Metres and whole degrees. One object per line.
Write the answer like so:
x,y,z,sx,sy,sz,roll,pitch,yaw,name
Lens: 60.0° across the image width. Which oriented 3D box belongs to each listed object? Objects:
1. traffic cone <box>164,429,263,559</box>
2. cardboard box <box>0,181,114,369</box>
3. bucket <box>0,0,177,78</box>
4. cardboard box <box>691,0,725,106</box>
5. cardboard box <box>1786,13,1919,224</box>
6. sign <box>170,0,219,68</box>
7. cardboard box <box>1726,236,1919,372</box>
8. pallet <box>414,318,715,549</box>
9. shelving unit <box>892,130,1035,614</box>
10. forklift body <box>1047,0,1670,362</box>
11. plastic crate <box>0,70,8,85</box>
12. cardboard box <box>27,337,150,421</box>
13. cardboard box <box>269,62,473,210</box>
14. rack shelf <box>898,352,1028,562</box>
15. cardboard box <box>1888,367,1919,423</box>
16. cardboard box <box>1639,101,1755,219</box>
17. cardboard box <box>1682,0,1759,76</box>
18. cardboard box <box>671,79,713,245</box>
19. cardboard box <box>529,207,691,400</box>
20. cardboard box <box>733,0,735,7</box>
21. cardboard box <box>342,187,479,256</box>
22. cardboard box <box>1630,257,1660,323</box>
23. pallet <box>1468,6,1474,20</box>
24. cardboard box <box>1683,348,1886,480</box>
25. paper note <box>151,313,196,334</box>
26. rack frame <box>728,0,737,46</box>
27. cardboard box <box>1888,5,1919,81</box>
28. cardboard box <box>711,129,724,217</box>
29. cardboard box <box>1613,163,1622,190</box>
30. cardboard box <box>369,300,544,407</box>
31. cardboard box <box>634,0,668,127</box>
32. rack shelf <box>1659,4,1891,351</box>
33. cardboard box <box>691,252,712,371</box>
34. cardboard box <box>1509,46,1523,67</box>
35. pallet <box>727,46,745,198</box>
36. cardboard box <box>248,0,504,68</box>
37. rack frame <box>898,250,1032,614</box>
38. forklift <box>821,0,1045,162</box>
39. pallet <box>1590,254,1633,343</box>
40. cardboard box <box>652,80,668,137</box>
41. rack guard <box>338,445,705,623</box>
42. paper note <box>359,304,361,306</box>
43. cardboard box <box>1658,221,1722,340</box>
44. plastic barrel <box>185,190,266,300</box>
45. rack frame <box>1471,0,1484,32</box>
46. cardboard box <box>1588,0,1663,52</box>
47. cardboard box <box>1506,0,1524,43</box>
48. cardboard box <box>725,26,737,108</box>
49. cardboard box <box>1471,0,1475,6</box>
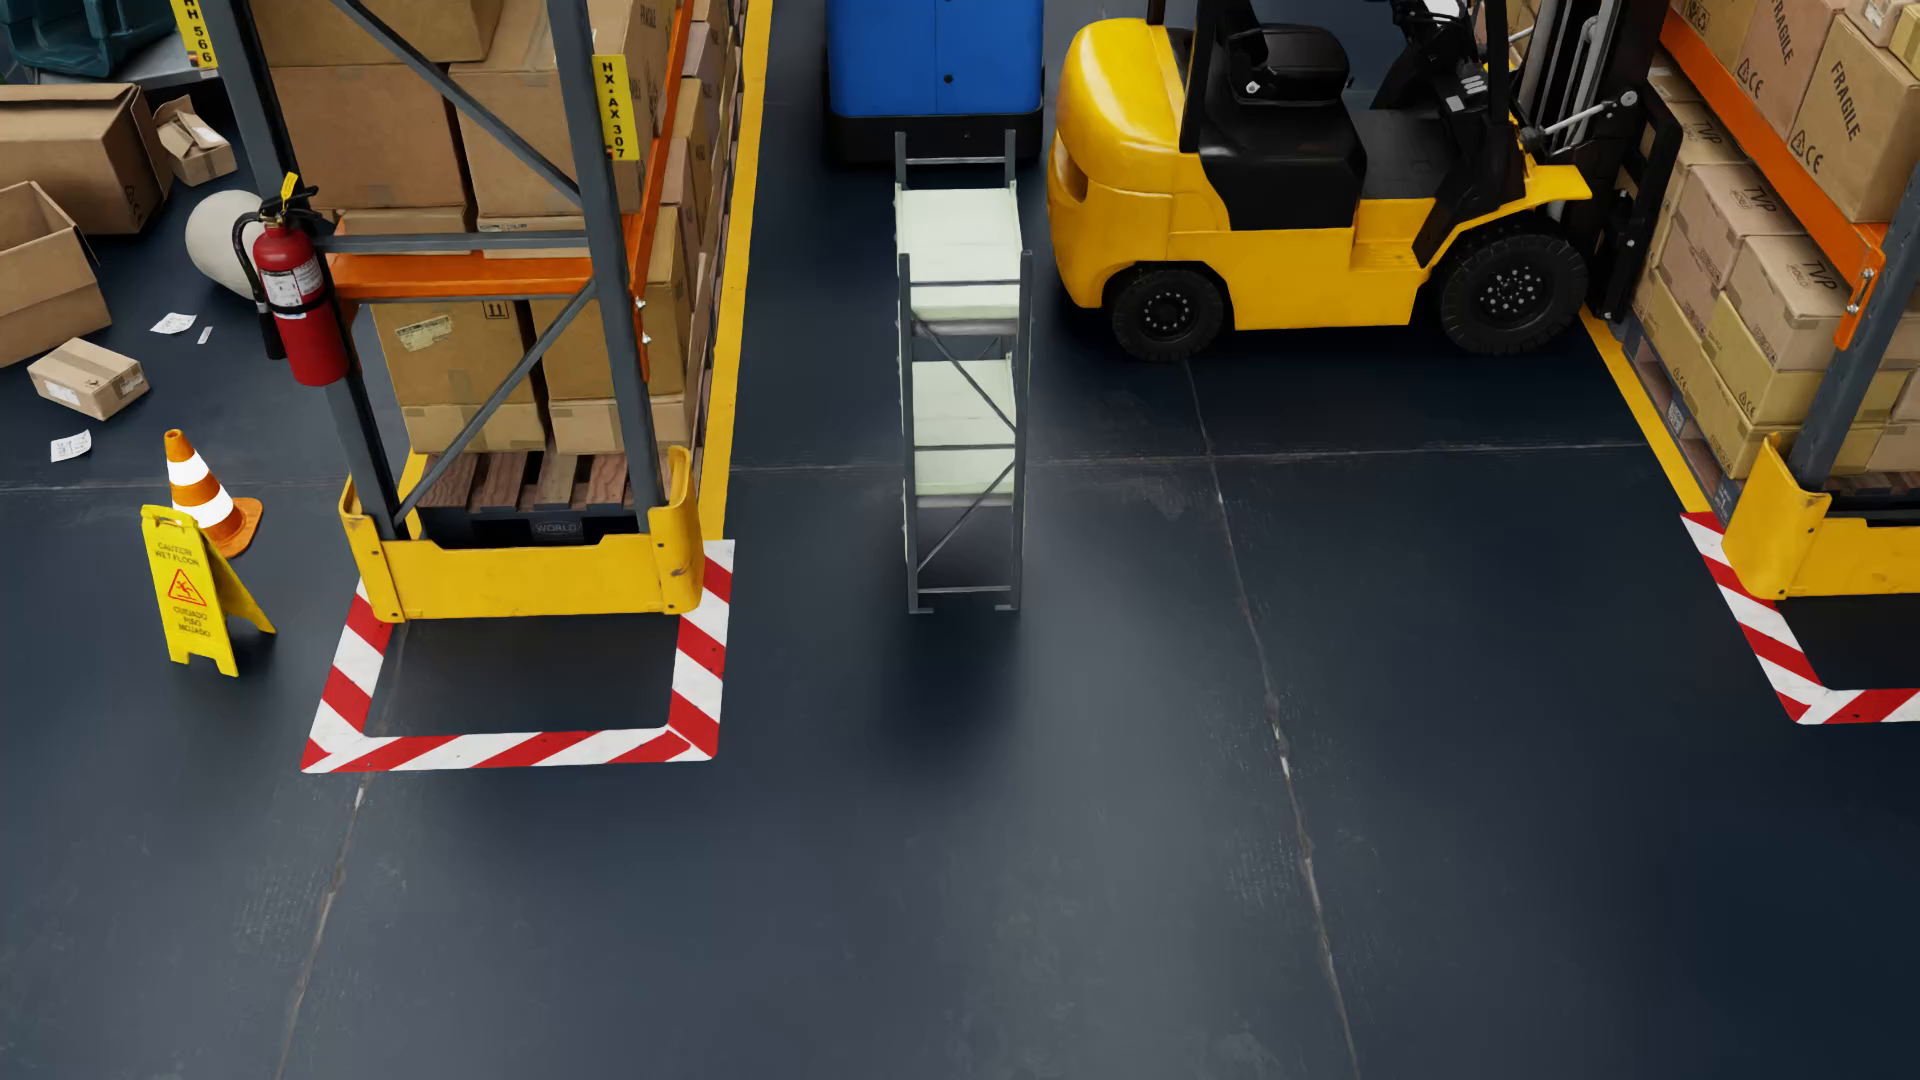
-2.830,-0.209,6.136,0.336,0.463,0.334,-2,43,-2,traffic cone
-4.127,-1.084,7.060,0.797,0.503,0.637,-32,51,-30,cardboard box
-4.325,-2.709,8.284,0.726,0.611,0.620,12,34,13,bucket
-1.376,-2.274,7.681,0.500,0.500,0.500,-1,43,-1,cardboard box
3.153,-1.398,5.481,0.500,0.500,0.500,-3,43,-3,cardboard box
-2.078,-1.432,4.502,0.100,0.325,0.005,-2,43,-2,sign
3.105,-0.848,5.939,0.500,0.250,0.500,0,43,0,cardboard box
-1.525,-0.464,6.600,1.003,0.211,1.213,-2,43,-2,pallet
0.000,-0.548,5.738,0.431,1.500,0.755,-2,43,-2,shelving unit
1.533,-1.951,6.787,2.313,2.155,1.214,-2,43,-2,forklift body
-5.318,-2.286,8.563,0.450,0.188,0.662,12,43,27,plastic crate
-3.597,-0.667,6.867,0.380,0.149,0.250,19,46,20,cardboard box
-1.821,-1.396,5.259,0.500,0.500,0.500,-2,43,-3,cardboard box
0.000,-0.308,5.959,0.431,0.370,0.720,-2,43,-2,rack shelf
3.624,-0.685,6.132,0.500,0.250,0.500,-1,43,-1,cardboard box
3.046,-1.533,6.687,0.500,0.250,0.500,-1,43,-1,cardboard box
3.118,-2.094,6.241,0.500,0.500,0.500,-2,43,-3,cardboard box
-1.322,-1.569,6.911,0.500,0.500,0.500,-1,43,-1,cardboard box
-1.283,-0.878,6.157,0.500,0.500,0.500,-3,43,-3,cardboard box
-1.718,-3.132,9.081,0.950,0.372,0.625,-1,43,-1,cardboard box
-1.753,-1.045,5.356,0.380,0.149,0.250,0,43,0,cardboard box
3.077,-1.160,7.019,0.500,0.250,0.500,-1,43,-1,cardboard box
3.196,-3.205,9.590,1.003,0.211,1.213,-2,43,-2,pallet
3.100,-0.486,6.284,0.500,0.250,0.500,-1,43,-1,cardboard box
-3.438,-0.951,7.274,0.148,0.019,0.142,12,44,13,paper note
-1.693,-3.592,7.949,1.000,3.000,0.127,-2,43,-2,rack frame
3.141,-1.538,5.154,0.380,0.149,0.250,-1,43,-1,cardboard box
-1.350,-1.639,7.542,0.500,0.250,0.500,-1,43,-1,cardboard box
3.032,-1.706,7.246,0.500,0.250,0.500,-2,43,-2,cardboard box
-1.818,-0.842,6.118,0.500,0.500,0.500,-1,43,-2,cardboard box
-1.291,-1.715,5.607,0.500,0.500,0.500,0,43,0,cardboard box
3.351,-2.121,6.877,1.077,0.370,4.000,-2,43,-2,rack shelf
-1.295,-0.930,6.769,0.500,0.250,0.500,0,43,0,cardboard box
2.993,-2.199,8.154,0.500,0.250,0.500,-3,43,-3,cardboard box
-1.629,-2.111,8.397,1.003,0.211,1.213,-2,43,-2,pallet
-1.763,-1.745,4.900,0.700,0.500,0.500,-3,43,-3,cardboard box
0.016,-0.301,5.469,0.400,1.500,0.023,-2,43,-2,rack frame
-0.176,-3.920,8.357,1.130,2.935,3.031,-2,43,-2,forklift
3.313,-1.345,7.561,1.003,0.211,1.213,-2,43,-2,pallet
-1.251,-1.558,5.916,0.380,0.149,0.250,-1,43,-1,cardboard box
-1.526,-0.021,5.903,1.175,0.500,0.348,-2,43,-2,rack guard
-2.738,-1.054,7.377,0.142,0.019,0.148,-16,45,-16,paper note
3.093,-1.020,6.497,0.500,0.250,0.500,-2,43,-2,cardboard box
-3.123,-1.293,7.347,0.512,0.421,0.421,27,49,27,plastic barrel
3.266,-3.737,8.107,1.000,3.000,0.127,-2,43,-2,rack frame
3.018,-2.230,7.447,0.500,0.250,0.500,0,43,0,cardboard box
2.978,-2.727,8.359,0.500,0.250,0.500,-2,43,-2,cardboard box
-1.399,-2.342,8.309,0.500,0.250,0.500,0,43,0,cardboard box
3.233,-3.368,9.151,0.875,0.625,0.625,0,43,0,cardboard box
